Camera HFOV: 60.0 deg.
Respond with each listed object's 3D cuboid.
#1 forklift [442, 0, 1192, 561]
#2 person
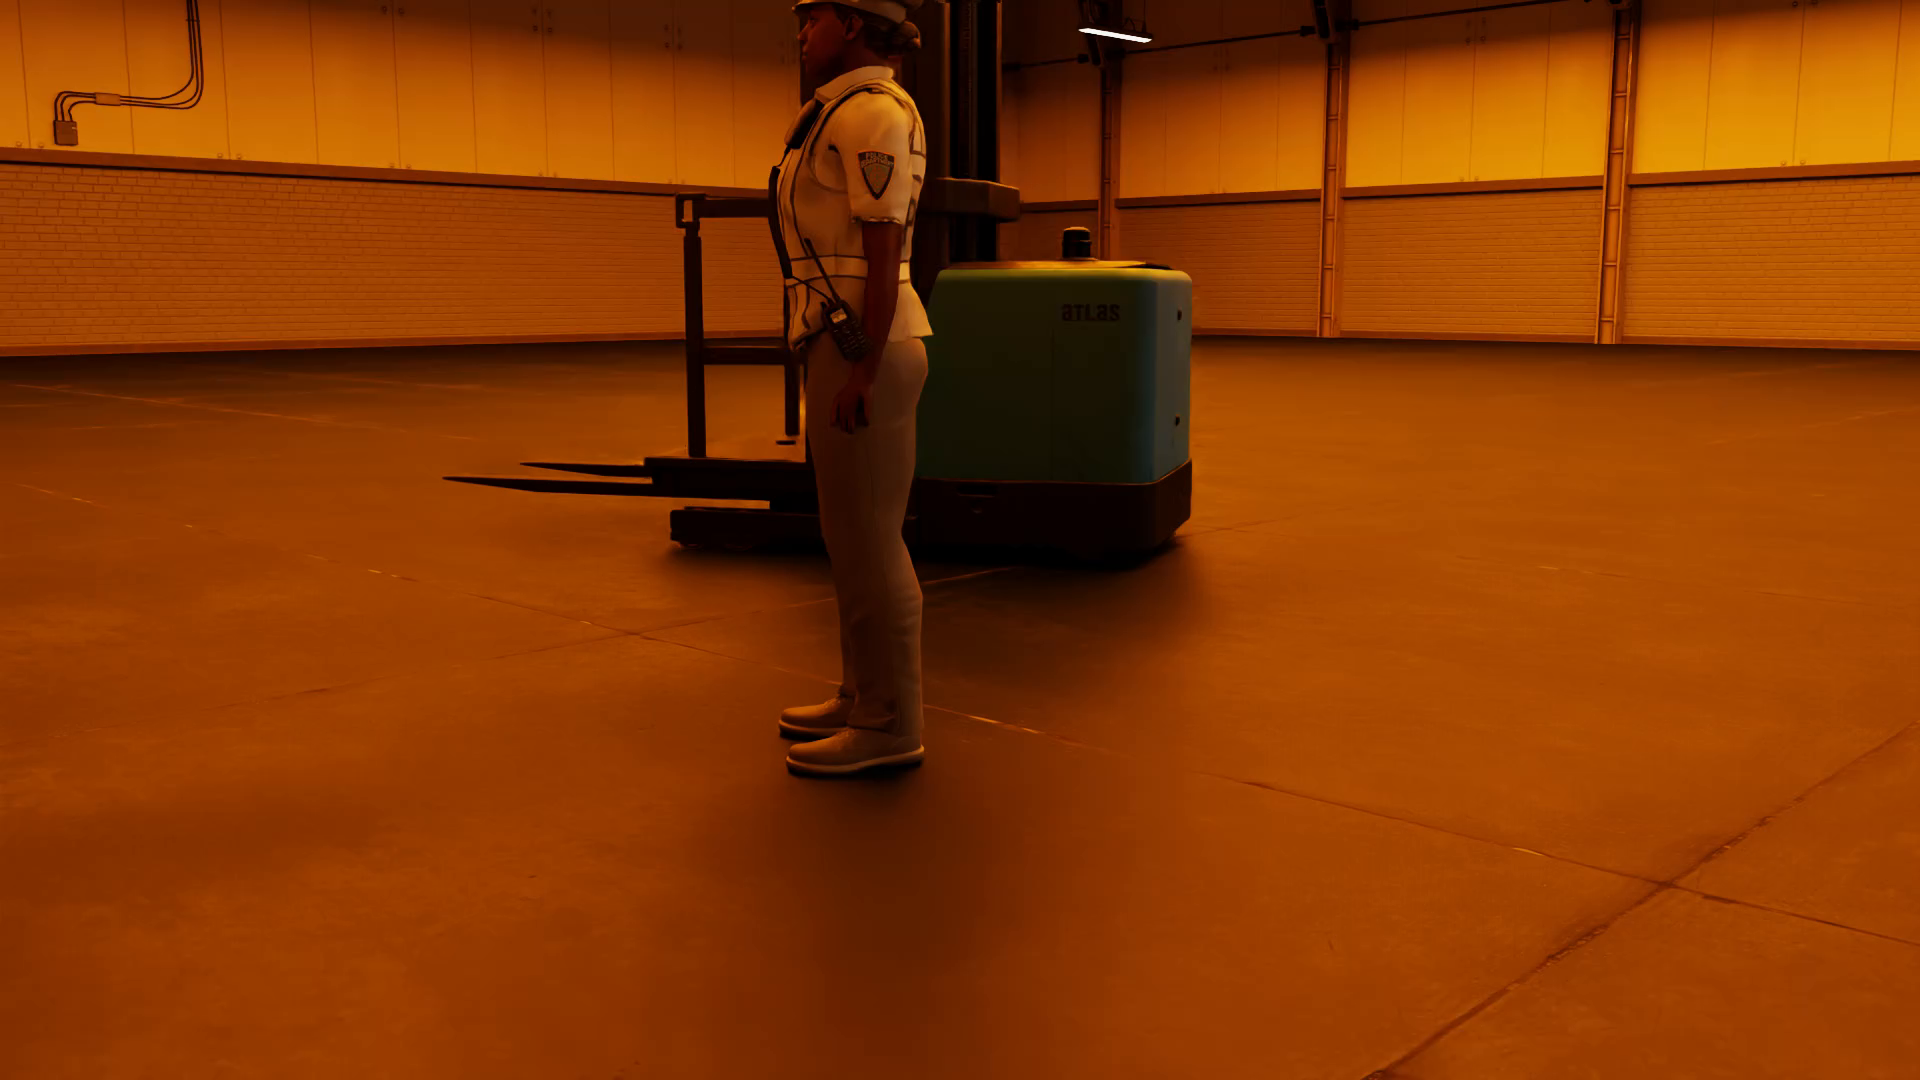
[{"bbox_3d":[-0.624,-1.474,6.665,3.031,2.935,1.130,2,9,16],"label":"forklift"},{"bbox_3d":[-0.229,-0.371,3.516,0.339,1.692,0.446,-1,9,-6],"label":"person"}]
